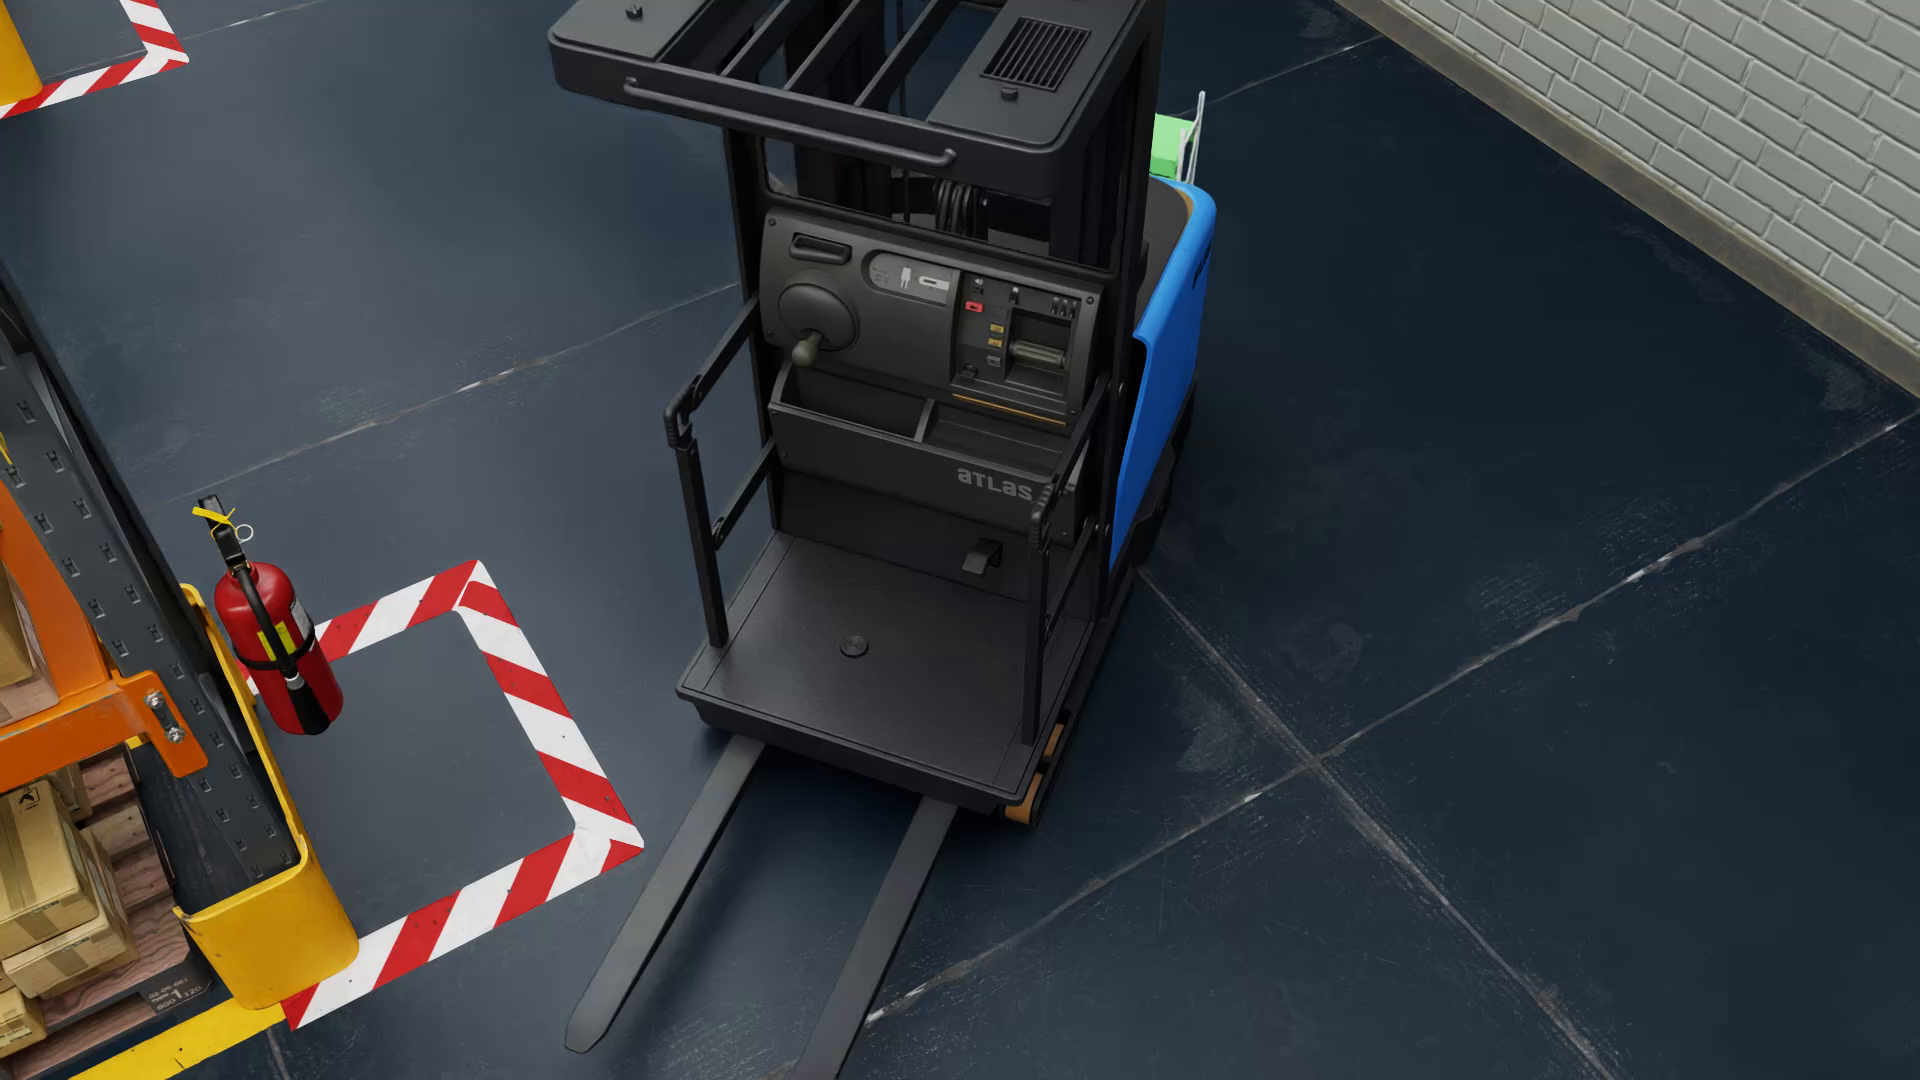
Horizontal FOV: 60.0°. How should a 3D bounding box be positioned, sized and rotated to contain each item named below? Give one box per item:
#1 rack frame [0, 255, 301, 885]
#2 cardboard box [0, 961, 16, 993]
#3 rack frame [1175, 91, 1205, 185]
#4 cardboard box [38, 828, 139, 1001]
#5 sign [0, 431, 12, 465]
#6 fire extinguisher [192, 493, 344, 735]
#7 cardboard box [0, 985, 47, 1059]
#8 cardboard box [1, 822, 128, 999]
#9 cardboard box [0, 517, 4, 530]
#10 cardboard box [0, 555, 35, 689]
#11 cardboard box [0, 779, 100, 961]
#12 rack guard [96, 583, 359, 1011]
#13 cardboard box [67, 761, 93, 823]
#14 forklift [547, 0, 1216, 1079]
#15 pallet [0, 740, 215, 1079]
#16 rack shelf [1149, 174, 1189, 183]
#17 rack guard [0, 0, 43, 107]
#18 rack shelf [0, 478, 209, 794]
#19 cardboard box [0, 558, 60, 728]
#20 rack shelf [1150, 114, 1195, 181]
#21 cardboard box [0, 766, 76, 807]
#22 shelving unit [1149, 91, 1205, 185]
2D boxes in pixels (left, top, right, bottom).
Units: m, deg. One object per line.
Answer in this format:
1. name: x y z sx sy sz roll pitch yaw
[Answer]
1. rack frame: -2.072 -0.147 3.872 0.127 3.000 1.000 -25 53 -21
2. cardboard box: -2.616 1.023 4.259 0.250 0.149 0.380 -26 53 -22
3. rack frame: 0.752 -0.983 5.819 0.015 1.200 0.240 16 49 14
4. cardboard box: -2.406 1.003 4.476 0.250 0.149 0.380 -24 53 -20
5. sign: -1.792 -0.279 3.003 0.005 0.325 0.100 -25 53 -21
6. fire extinguisher: -1.612 0.194 3.870 0.183 0.674 0.296 -25 53 -21
7. cardboard box: -2.569 1.169 4.328 0.250 0.149 0.380 -24 52 -20
8. cardboard box: -2.366 0.953 4.321 0.250 0.149 0.380 -27 53 -22
9. cardboard box: -2.520 -0.141 4.036 0.250 0.149 0.380 -26 53 -21
10. cardboard box: -2.314 0.062 3.420 0.500 0.500 0.500 -24 53 -20
11. cardboard box: -2.384 0.835 4.228 0.250 0.149 0.380 -25 53 -20
12. rack guard: -2.136 0.715 4.779 0.348 0.500 1.175 -25 53 -21
13. cardboard box: -2.686 0.668 4.774 0.250 0.149 0.380 -24 53 -20
14. forklift: -0.167 -0.486 4.220 1.130 2.935 3.031 16 50 14
15. pallet: -2.842 1.112 4.618 1.213 0.211 1.003 -25 53 -21
16. rack shelf: 0.525 -1.167 5.747 0.480 0.148 0.258 16 49 14
17. rack guard: -4.612 -2.498 7.640 0.348 0.500 1.175 -25 53 -21
18. rack shelf: -3.763 0.889 3.431 4.000 0.370 1.077 -25 53 -21
19. cardboard box: -2.197 0.245 3.691 0.250 0.149 0.380 -25 53 -21
20. rack shelf: 0.526 -1.329 5.570 0.480 0.148 0.258 16 49 14
21. cardboard box: -2.652 0.609 4.628 0.250 0.149 0.380 -23 52 -19
22. shelving unit: 0.524 -1.048 5.877 0.503 1.200 0.258 16 49 14
